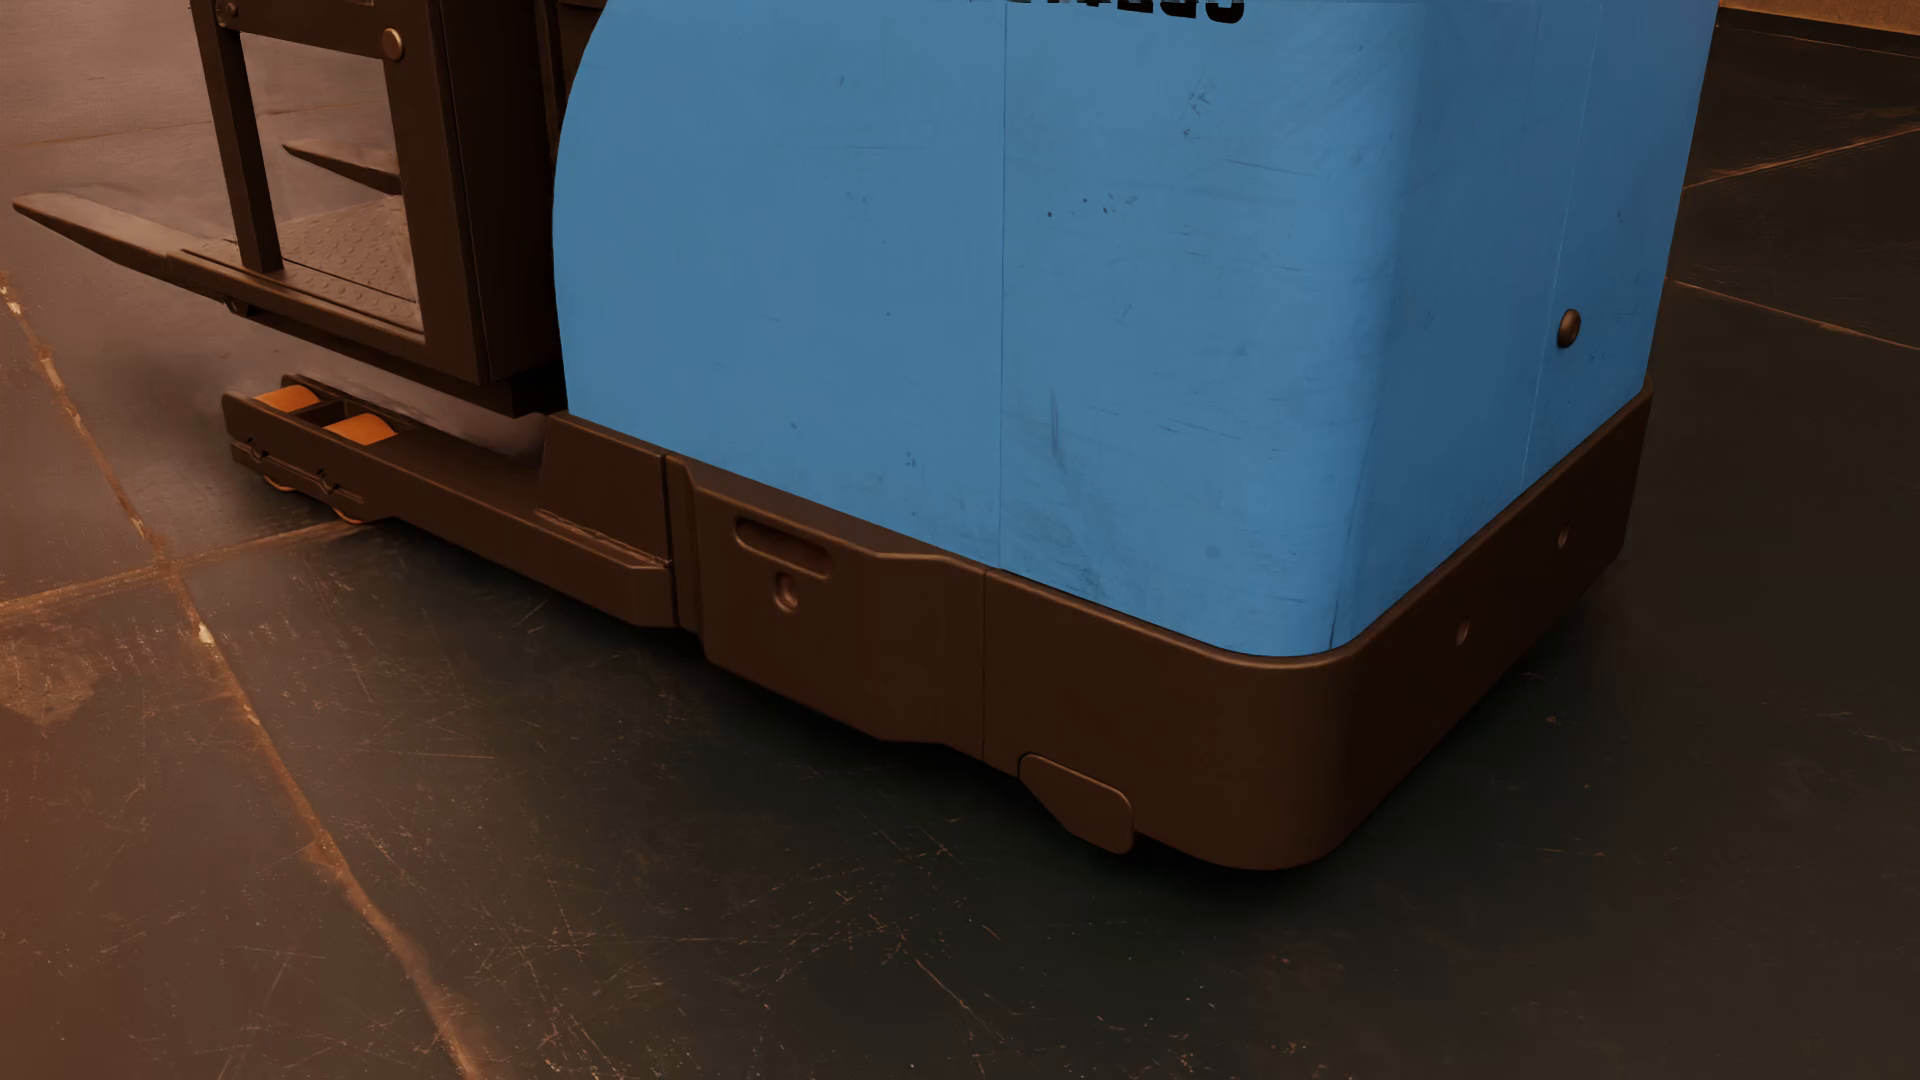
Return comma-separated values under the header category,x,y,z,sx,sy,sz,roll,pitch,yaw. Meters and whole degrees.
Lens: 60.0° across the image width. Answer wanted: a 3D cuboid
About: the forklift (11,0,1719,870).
category,x,y,z,sx,sy,sz,roll,pitch,yaw
forklift,-0.538,-1.499,2.219,3.031,2.935,1.130,20,33,34
